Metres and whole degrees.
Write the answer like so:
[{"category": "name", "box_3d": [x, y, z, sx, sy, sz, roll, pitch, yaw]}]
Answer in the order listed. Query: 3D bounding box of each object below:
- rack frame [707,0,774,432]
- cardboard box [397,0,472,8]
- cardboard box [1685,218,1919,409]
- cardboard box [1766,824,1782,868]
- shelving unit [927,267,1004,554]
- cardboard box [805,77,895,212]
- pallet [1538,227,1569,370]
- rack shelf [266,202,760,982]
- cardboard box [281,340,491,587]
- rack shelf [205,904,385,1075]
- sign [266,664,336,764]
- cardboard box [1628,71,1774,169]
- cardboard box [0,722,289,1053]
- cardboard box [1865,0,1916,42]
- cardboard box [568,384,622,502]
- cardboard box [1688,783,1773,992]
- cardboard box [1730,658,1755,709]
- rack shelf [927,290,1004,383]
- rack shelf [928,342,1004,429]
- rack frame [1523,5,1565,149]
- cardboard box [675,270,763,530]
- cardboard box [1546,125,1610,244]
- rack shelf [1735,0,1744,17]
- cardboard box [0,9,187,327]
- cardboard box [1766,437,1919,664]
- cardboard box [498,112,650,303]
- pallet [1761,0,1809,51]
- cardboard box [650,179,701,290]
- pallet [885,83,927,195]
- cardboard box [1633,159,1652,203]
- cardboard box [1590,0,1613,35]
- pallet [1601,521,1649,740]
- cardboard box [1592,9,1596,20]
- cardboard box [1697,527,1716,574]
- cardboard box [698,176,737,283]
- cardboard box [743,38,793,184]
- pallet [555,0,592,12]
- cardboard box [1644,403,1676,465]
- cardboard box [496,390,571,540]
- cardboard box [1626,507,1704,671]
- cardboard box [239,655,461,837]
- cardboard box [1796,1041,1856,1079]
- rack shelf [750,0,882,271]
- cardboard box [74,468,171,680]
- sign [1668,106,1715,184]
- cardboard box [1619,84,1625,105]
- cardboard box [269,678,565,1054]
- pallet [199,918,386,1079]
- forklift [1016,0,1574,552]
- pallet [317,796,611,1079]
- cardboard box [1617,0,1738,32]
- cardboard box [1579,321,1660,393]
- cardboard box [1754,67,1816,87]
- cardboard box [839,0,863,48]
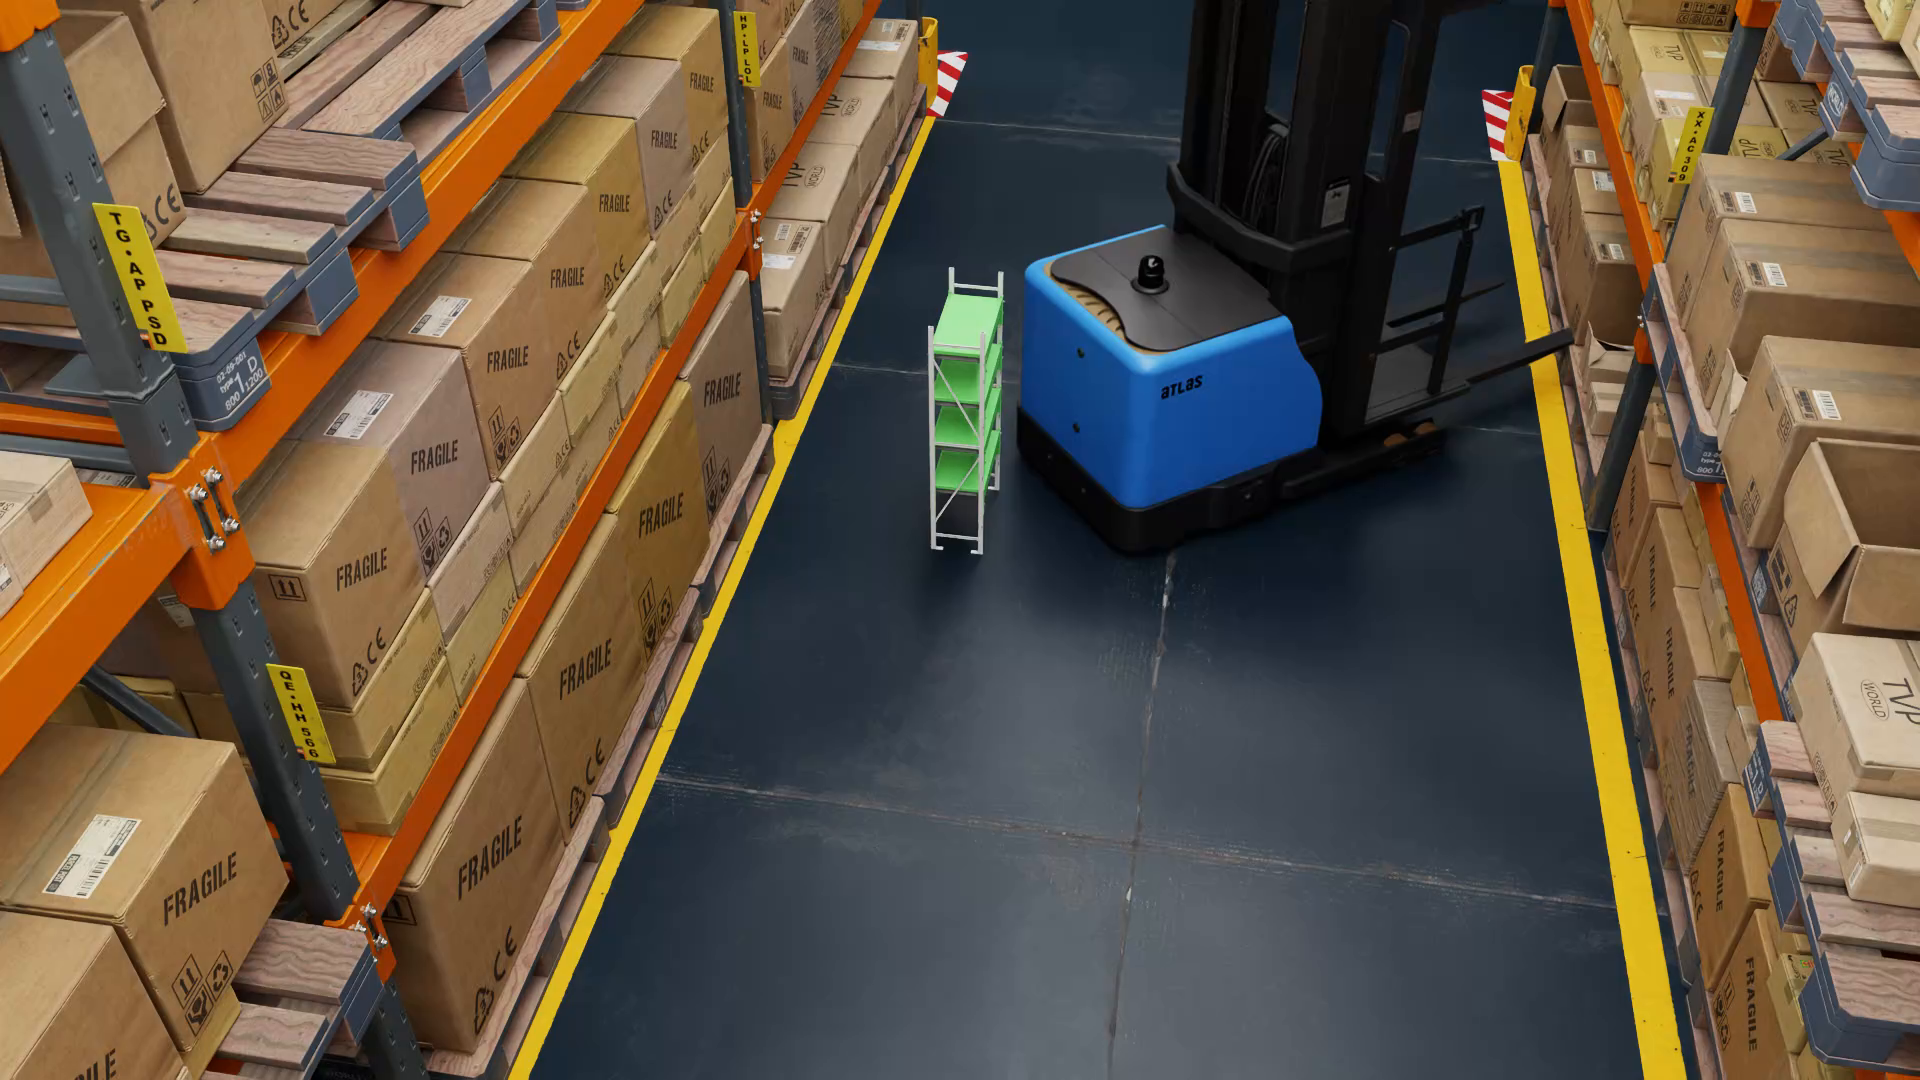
[{"category": "rack frame", "box_3d": [-1.444, -1.724, 7.481, 1.000, 3.000, 0.127, 6, 40, 8]}, {"category": "cardboard box", "box_3d": [-1.624, -1.749, 5.011, 0.380, 0.166, 0.250, 10, 41, 11]}, {"category": "cardboard box", "box_3d": [3.051, -0.776, 5.926, 0.700, 0.500, 0.500, 7, 40, 8]}, {"category": "cardboard box", "box_3d": [2.785, 1.049, 5.250, 0.380, 0.149, 0.250, 8, 40, 9]}, {"category": "shelving unit", "box_3d": [0.029, -0.566, 7.493, 0.258, 1.200, 0.503, 6, 40, 8]}, {"category": "cardboard box", "box_3d": [-0.918, -2.408, 9.990, 0.875, 0.438, 0.875, 7, 40, 9]}, {"category": "pallet", "box_3d": [3.774, -1.303, 9.161, 1.003, 0.211, 1.213, 6, 40, 8]}, {"category": "rack shelf", "box_3d": [-1.790, -0.192, 6.192, 1.077, 0.370, 4.000, 6, 40, 8]}, {"category": "cardboard box", "box_3d": [-1.734, -0.233, 4.814, 0.500, 0.500, 0.500, 7, 40, 8]}, {"category": "rack shelf", "box_3d": [-2.483, 2.319, 3.156, 1.077, 0.370, 4.000, 6, 40, 8]}, {"category": "sign", "box_3d": [-1.600, 0.424, 4.036, 0.100, 0.325, 0.005, 6, 40, 8]}, {"category": "cardboard box", "box_3d": [3.365, -1.898, 7.576, 0.500, 0.250, 0.500, 7, 40, 8]}, {"category": "cardboard box", "box_3d": [-1.941, 0.787, 3.802, 0.500, 0.500, 0.500, 5, 40, 6]}, {"category": "cardboard box", "box_3d": [2.775, -1.495, 4.640, 0.380, 0.149, 0.250, 7, 40, 9]}, {"category": "cardboard box", "box_3d": [-1.554, -0.398, 5.995, 0.500, 0.250, 0.500, 6, 40, 8]}, {"category": "cardboard box", "box_3d": [2.799, 1.202, 5.574, 0.500, 0.500, 0.500, 8, 40, 10]}, {"category": "cardboard box", "box_3d": [2.939, 0.567, 5.833, 0.380, 0.149, 0.250, 7, 40, 8]}, {"category": "rack shelf", "box_3d": [0.029, -0.887, 7.228, 0.258, 0.148, 0.480, 6, 40, 8]}, {"category": "rack shelf", "box_3d": [0.029, -0.702, 7.381, 0.258, 0.148, 0.480, 6, 40, 8]}, {"category": "rack frame", "box_3d": [4.137, -3.689, 9.858, 1.000, 3.000, 0.127, 6, 40, 8]}, {"category": "cardboard box", "box_3d": [-1.473, -0.669, 7.543, 0.875, 0.875, 0.875, 8, 40, 9]}, {"category": "cardboard box", "box_3d": [3.752, -1.982, 9.426, 0.700, 0.500, 0.500, 8, 40, 9]}, {"category": "rack shelf", "box_3d": [3.791, -3.313, 7.614, 1.077, 0.370, 4.000, 6, 40, 8]}, {"category": "cardboard box", "box_3d": [-2.220, -0.825, 3.629, 0.797, 0.503, 0.637, 4, 40, 5]}, {"category": "cardboard box", "box_3d": [2.853, 0.085, 4.883, 0.797, 0.503, 0.637, 6, 40, 7]}, {"category": "cardboard box", "box_3d": [-1.464, -1.198, 5.982, 0.500, 0.500, 0.500, 8, 40, 9]}, {"category": "pallet", "box_3d": [3.263, -1.861, 5.440, 1.213, 0.211, 1.003, 6, 40, 8]}, {"category": "cardboard box", "box_3d": [-1.360, -1.241, 6.622, 0.500, 0.250, 0.500, 7, 40, 9]}, {"category": "pallet", "box_3d": [-0.813, -2.649, 10.789, 1.003, 0.211, 1.213, 6, 40, 8]}, {"category": "cardboard box", "box_3d": [3.296, -1.642, 7.579, 0.380, 0.149, 0.250, 7, 40, 9]}, {"category": "cardboard box", "box_3d": [3.622, -2.856, 8.735, 0.500, 0.250, 0.500, 6, 40, 7]}, {"category": "pallet", "box_3d": [3.342, 0.410, 7.088, 1.003, 0.211, 1.213, 6, 40, 8]}, {"category": "cardboard box", "box_3d": [3.696, -2.931, 9.138, 0.380, 0.149, 0.250, 8, 40, 9]}, {"category": "cardboard box", "box_3d": [3.082, 0.086, 6.414, 0.380, 0.149, 0.250, 6, 40, 7]}, {"category": "cardboard box", "box_3d": [-1.274, -1.357, 7.155, 0.500, 0.250, 0.500, 5, 40, 7]}, {"category": "cardboard box", "box_3d": [-1.105, -2.028, 7.771, 0.500, 0.500, 0.500, 8, 40, 9]}, {"category": "pallet", "box_3d": [-1.554, -2.226, 5.884, 0.805, 0.209, 1.217, 5, 40, 6]}, {"category": "cardboard box", "box_3d": [3.121, -0.432, 7.041, 0.380, 0.149, 0.250, 8, 40, 10]}, {"category": "cardboard box", "box_3d": [-1.617, -0.275, 5.454, 0.500, 0.250, 0.500, 6, 40, 8]}, {"category": "cardboard box", "box_3d": [3.057, 0.236, 6.742, 0.500, 0.500, 0.500, 6, 40, 7]}, {"category": "cardboard box", "box_3d": [-1.804, 0.565, 4.831, 0.500, 0.250, 0.500, 6, 40, 7]}, {"category": "cardboard box", "box_3d": [2.589, 1.545, 4.650, 0.380, 0.149, 0.250, 5, 40, 5]}, {"category": "rack shelf", "box_3d": [-1.098, -2.702, 9.229, 1.077, 0.370, 4.000, 6, 40, 8]}, {"category": "cardboard box", "box_3d": [-2.305, 0.009, 4.522, 0.500, 0.500, 0.500, 5, 40, 6]}, {"category": "sign", "box_3d": [2.909, -1.568, 6.613, 0.100, 0.325, 0.005, 6, 40, 8]}, {"category": "cardboard box", "box_3d": [3.536, -2.277, 8.347, 0.380, 0.149, 0.250, 6, 40, 8]}, {"category": "cardboard box", "box_3d": [-1.935, 1.019, 5.501, 0.875, 0.875, 0.875, 6, 40, 7]}, {"category": "pallet", "box_3d": [-2.155, 1.319, 3.951, 1.213, 0.211, 1.003, 6, 40, 8]}, {"category": "forklift", "box_3d": [1.818, -1.759, 7.577, 3.031, 2.935, 1.130, -20, 43, -22]}, {"category": "pallet", "box_3d": [-1.926, 1.375, 5.922, 1.003, 0.211, 1.213, 6, 40, 8]}, {"category": "cardboard box", "box_3d": [3.534, -2.839, 8.125, 0.500, 0.500, 0.500, 7, 40, 9]}, {"category": "cardboard box", "box_3d": [3.314, -0.893, 8.292, 0.396, 0.266, 0.258, 8, 40, 9]}, {"category": "cardboard box", "box_3d": [3.968, -2.156, 7.888, 0.500, 0.250, 0.500, 7, 40, 9]}, {"category": "cardboard box", "box_3d": [-0.833, -2.978, 8.920, 0.500, 0.500, 0.500, 8, 40, 9]}]
